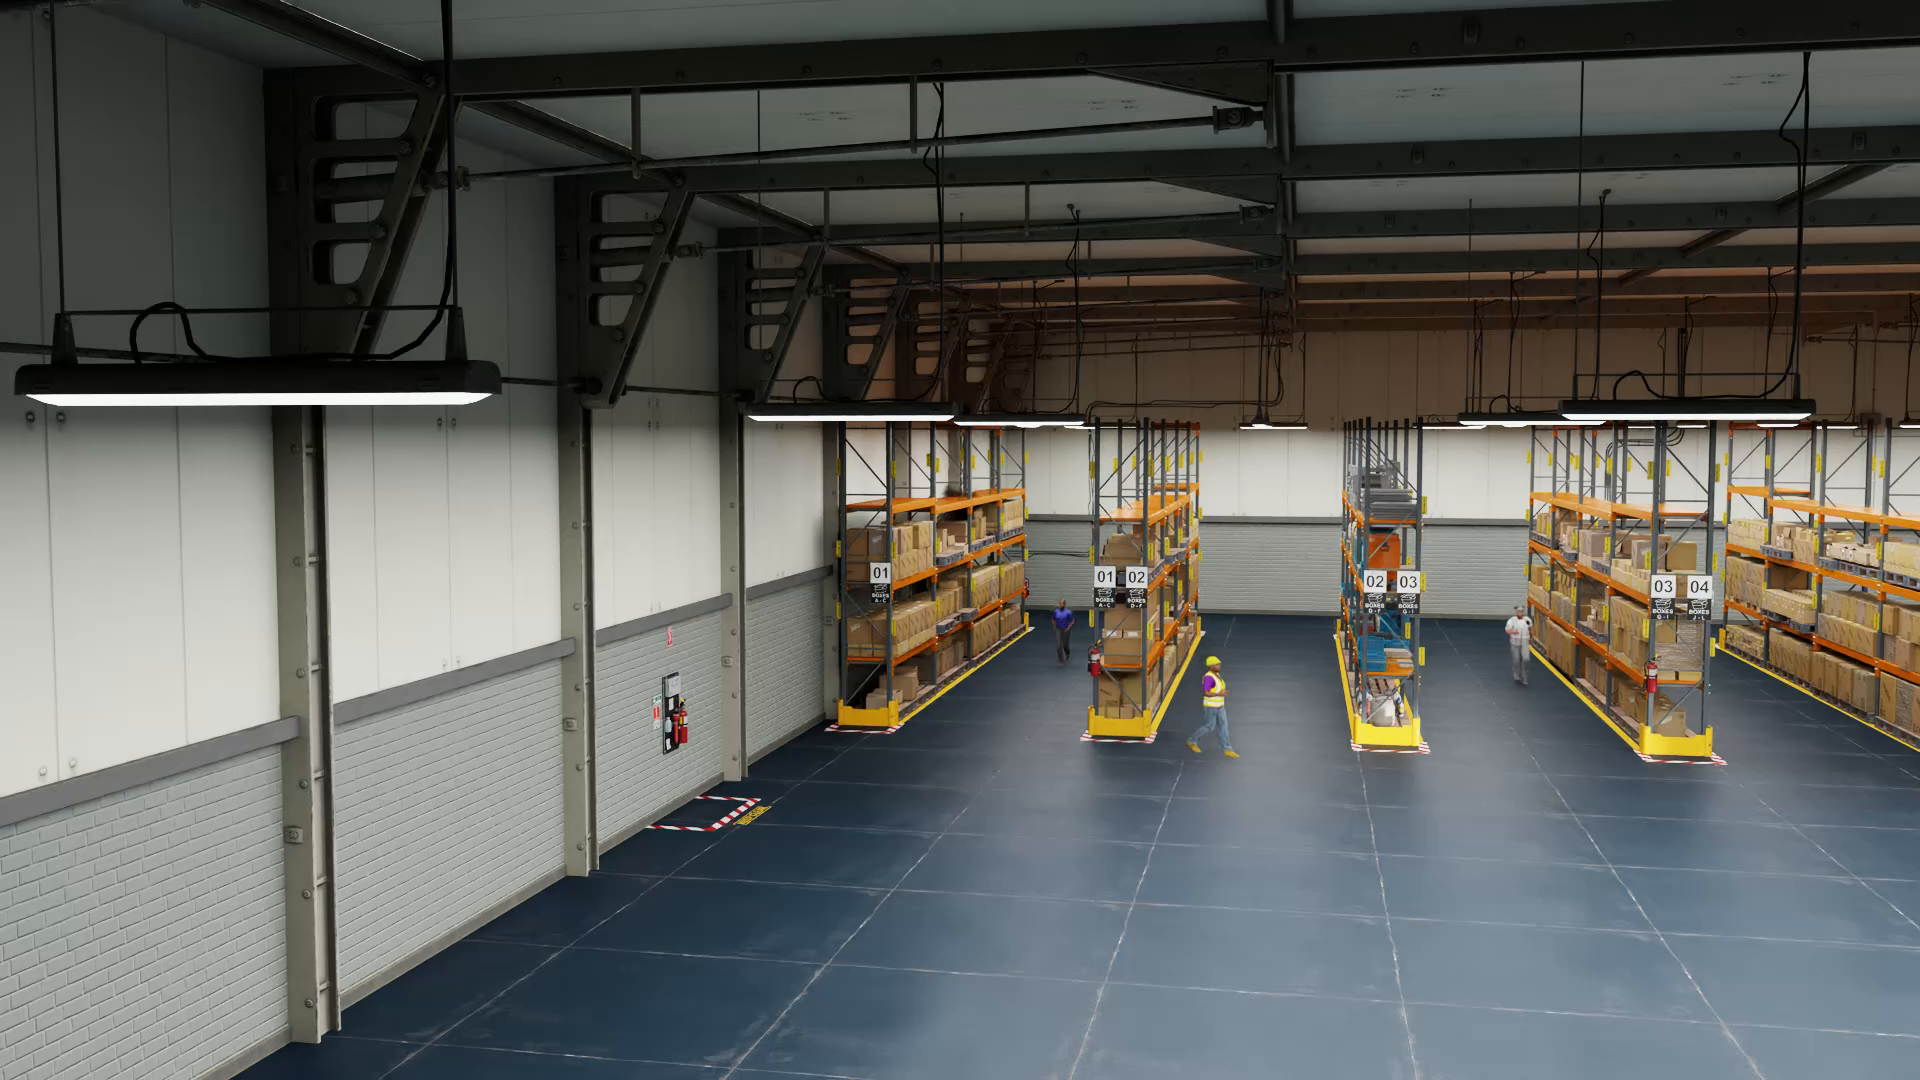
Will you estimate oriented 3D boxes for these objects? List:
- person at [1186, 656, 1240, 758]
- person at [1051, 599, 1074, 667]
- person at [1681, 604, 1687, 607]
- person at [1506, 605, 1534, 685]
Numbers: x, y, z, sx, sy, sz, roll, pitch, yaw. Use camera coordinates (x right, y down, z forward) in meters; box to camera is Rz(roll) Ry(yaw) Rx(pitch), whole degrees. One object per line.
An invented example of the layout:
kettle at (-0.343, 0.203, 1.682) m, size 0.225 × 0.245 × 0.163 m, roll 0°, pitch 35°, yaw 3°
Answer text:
person at (4.438, 2.922, 29.128) m, size 0.967 × 1.770 × 0.681 m, roll 2°, pitch 4°, yaw 31°
person at (2.519, 2.264, 40.848) m, size 0.590 × 1.640 × 0.721 m, roll 1°, pitch 4°, yaw 13°
person at (18.881, 2.078, 43.284) m, size 0.561 × 1.718 × 0.667 m, roll 1°, pitch 4°, yaw 21°
person at (12.757, 2.394, 37.893) m, size 0.640 × 1.852 × 0.795 m, roll 1°, pitch 4°, yaw 13°
